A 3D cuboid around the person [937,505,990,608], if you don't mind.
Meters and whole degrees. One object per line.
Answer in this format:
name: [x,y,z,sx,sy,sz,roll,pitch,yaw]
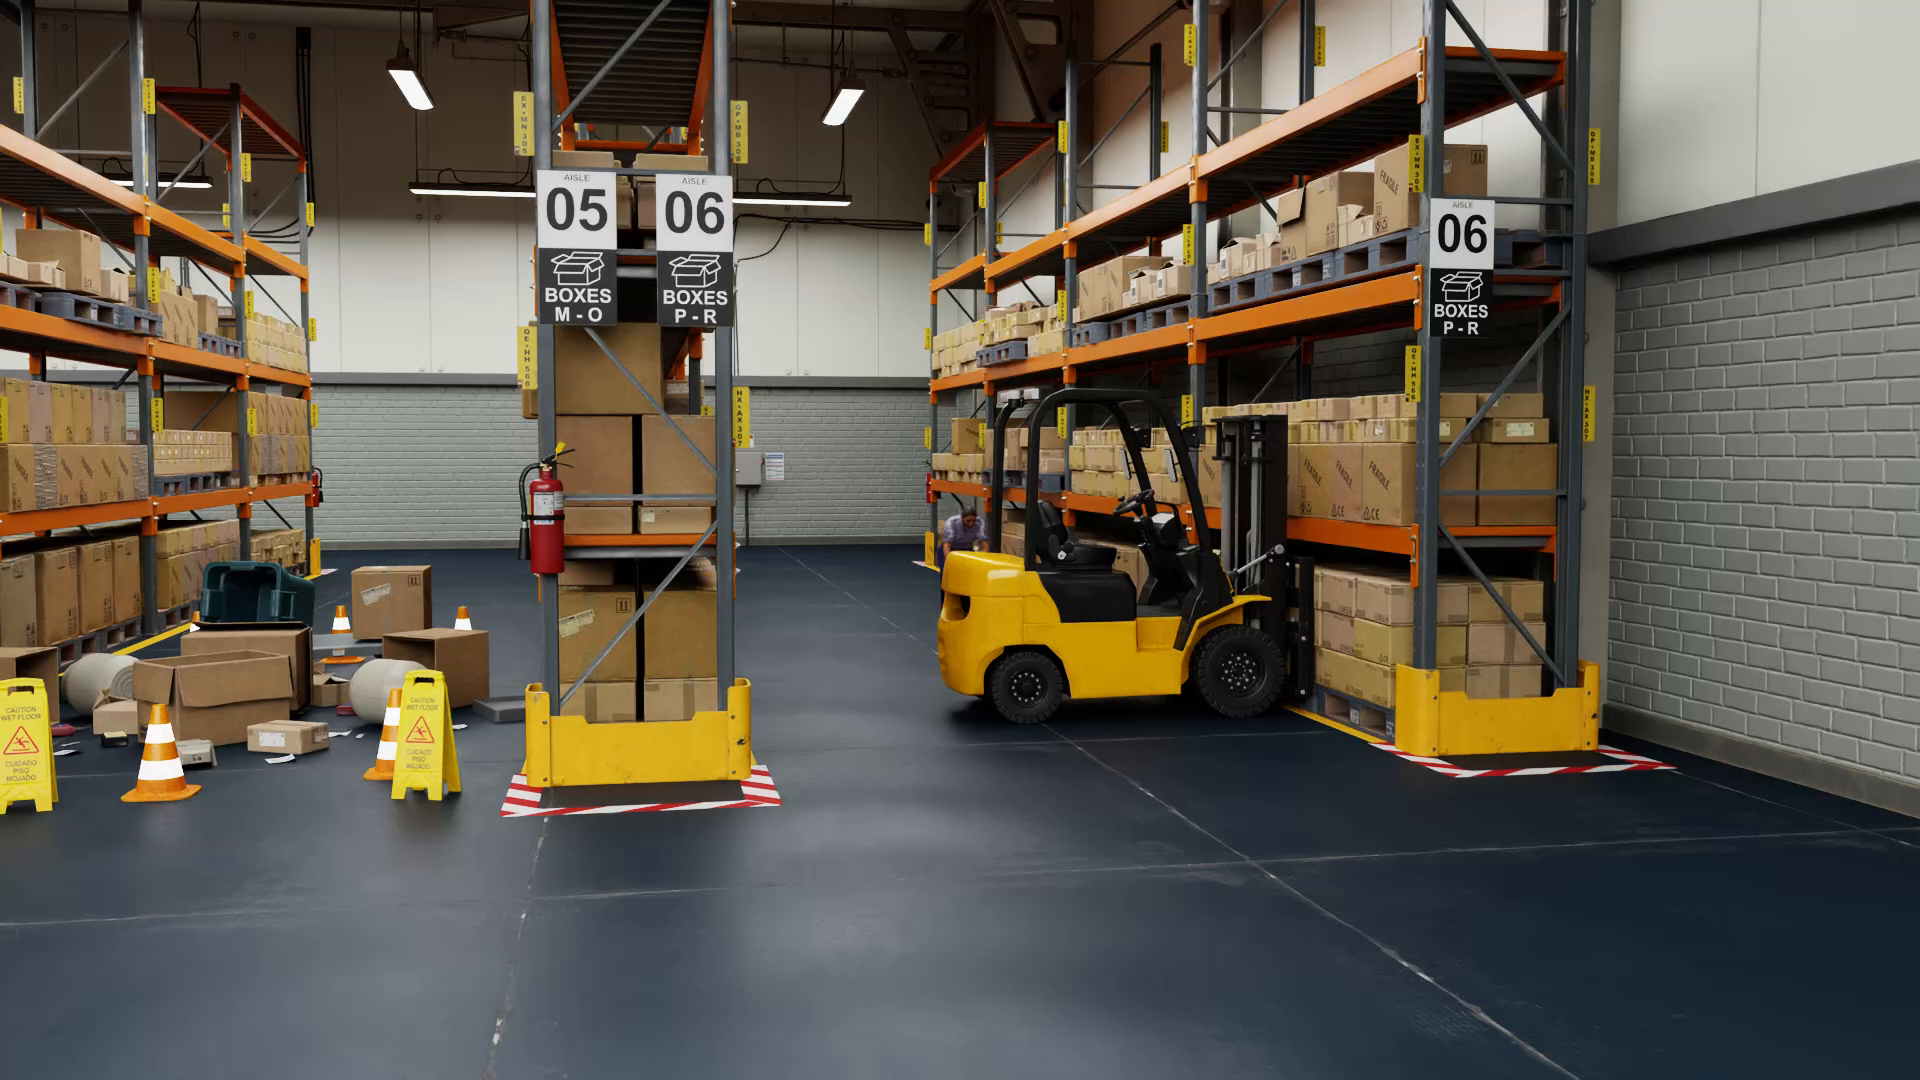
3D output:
person: [0.031,0.187,18.312,0.537,1.169,0.752,-1,3,-11]
